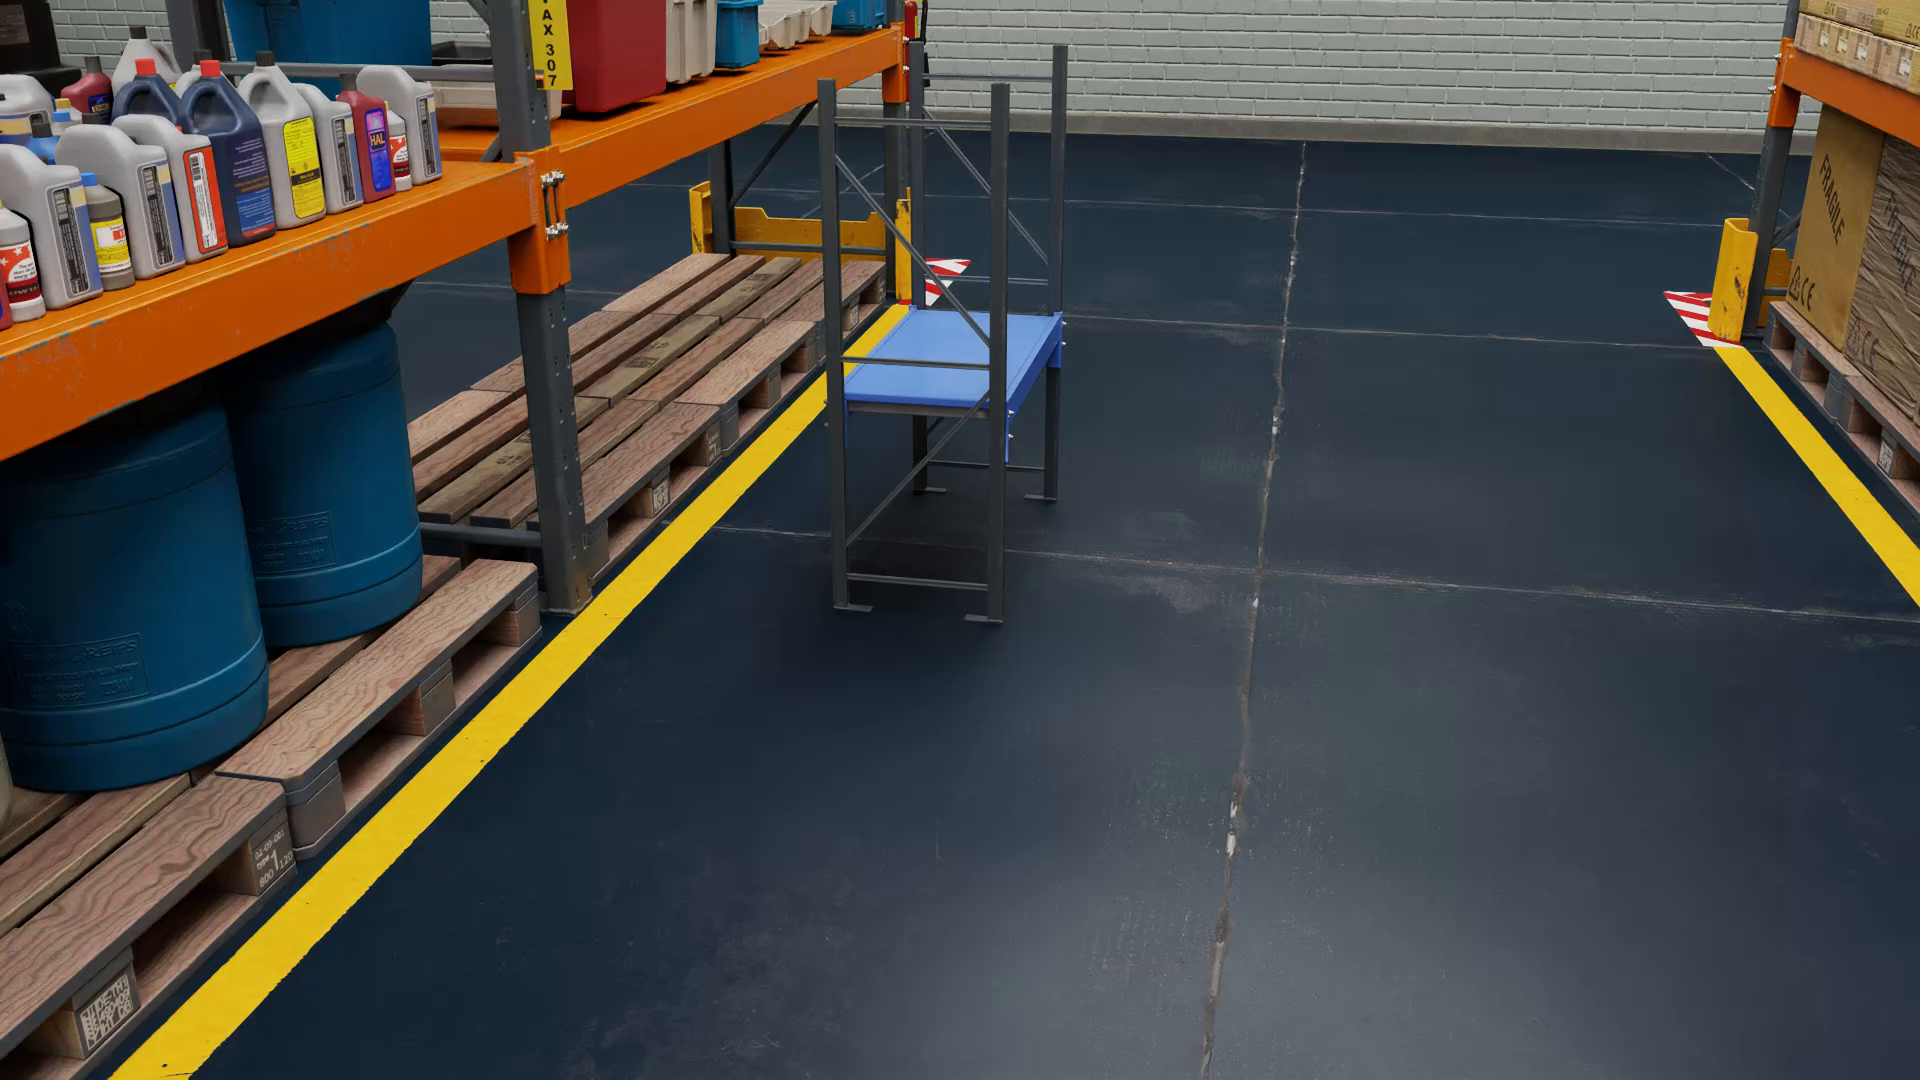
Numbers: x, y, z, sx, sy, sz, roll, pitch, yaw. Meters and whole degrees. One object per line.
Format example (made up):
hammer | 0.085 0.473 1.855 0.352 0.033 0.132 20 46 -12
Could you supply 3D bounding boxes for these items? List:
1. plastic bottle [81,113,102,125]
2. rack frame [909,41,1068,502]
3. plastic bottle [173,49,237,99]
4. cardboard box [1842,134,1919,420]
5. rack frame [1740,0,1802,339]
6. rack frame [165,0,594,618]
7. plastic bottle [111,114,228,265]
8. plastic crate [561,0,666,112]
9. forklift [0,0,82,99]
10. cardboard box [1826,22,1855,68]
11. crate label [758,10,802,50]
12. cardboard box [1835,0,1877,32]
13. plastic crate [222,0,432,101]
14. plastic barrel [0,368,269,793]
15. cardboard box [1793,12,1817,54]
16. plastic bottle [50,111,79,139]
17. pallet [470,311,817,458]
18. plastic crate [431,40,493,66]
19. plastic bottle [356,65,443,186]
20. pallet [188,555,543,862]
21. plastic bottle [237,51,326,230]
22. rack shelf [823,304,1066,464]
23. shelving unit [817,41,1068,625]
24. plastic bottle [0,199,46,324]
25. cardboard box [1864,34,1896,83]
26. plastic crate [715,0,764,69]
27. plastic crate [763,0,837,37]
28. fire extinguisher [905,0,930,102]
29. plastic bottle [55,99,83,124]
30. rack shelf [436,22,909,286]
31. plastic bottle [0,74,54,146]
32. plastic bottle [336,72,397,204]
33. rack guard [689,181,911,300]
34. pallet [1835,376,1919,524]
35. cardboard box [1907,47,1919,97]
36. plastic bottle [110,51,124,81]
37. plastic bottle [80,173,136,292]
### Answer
plastic bottle | -1.650 -0.683 3.206 0.097 0.271 0.097 0 22 0
rack frame | 0.086 -0.850 5.458 0.500 1.500 0.032 4 22 11
plastic bottle | -1.591 -0.854 3.524 0.144 0.351 0.185 4 22 11
cardboard box | 3.844 -0.948 5.975 0.875 0.875 0.875 4 22 11
rack frame | 4.082 -2.312 7.079 1.000 3.000 0.127 4 22 11
rack frame | -1.583 -1.227 4.384 1.000 3.000 0.127 4 22 11
plastic bottle | -1.525 -0.682 3.198 0.152 0.276 0.135 4 22 11
plastic crate | -1.155 -1.591 5.124 0.402 0.464 0.583 4 22 11
forklift | -3.548 -1.403 4.913 1.130 2.935 3.031 7 23 17
cardboard box | 3.584 -1.903 6.400 0.380 0.149 0.250 4 22 10
crate label | -0.862 -2.074 6.761 0.396 0.136 0.243 4 22 11
cardboard box | 3.620 -2.035 6.193 0.500 0.250 0.500 4 22 10
plastic crate | -1.822 -1.444 4.864 0.392 0.384 0.575 4 22 11
plastic barrel | -1.855 0.009 3.564 0.600 0.901 0.708 4 22 11
cardboard box | 3.686 -2.091 6.866 0.380 0.149 0.250 5 22 12
plastic bottle | -1.999 -0.858 3.734 0.097 0.201 0.097 0 22 0
pallet | -1.224 -0.652 6.691 1.003 0.211 1.213 4 22 11
plastic crate | -1.618 -1.557 5.491 0.437 0.125 0.590 4 22 11
plastic bottle | -1.347 -1.000 3.988 0.152 0.276 0.135 4 22 11
pallet | -1.781 0.346 4.212 1.003 0.211 1.213 4 22 11
plastic bottle | -1.450 -0.843 3.496 0.144 0.351 0.185 4 22 11
rack shelf | -0.017 -0.498 5.063 0.538 0.185 1.000 4 22 11
shelving unit | -0.017 -0.665 4.996 0.538 1.500 1.048 4 22 11
plastic bottle | -1.596 -0.469 2.769 0.097 0.201 0.097 0 22 0
cardboard box | 3.479 -1.715 5.932 0.380 0.149 0.250 4 22 10
plastic crate | -0.935 -1.869 6.123 0.416 0.233 0.300 4 22 11
plastic crate | -0.756 -2.283 7.279 0.396 0.136 0.243 4 22 11
fire extinguisher | -0.291 -2.501 8.151 0.296 0.674 0.183 4 22 11
plastic bottle | -2.108 -0.940 3.939 0.097 0.201 0.097 0 22 0
rack shelf | -1.175 -1.624 6.334 1.077 0.370 4.000 4 22 11
plastic bottle | -2.125 -0.895 3.727 0.152 0.276 0.135 4 22 11
plastic bottle | -1.350 -0.916 3.768 0.061 0.283 0.133 4 22 11
rack guard | -0.775 -1.540 8.507 1.175 0.500 0.348 4 22 11
pallet | 3.744 -0.275 5.754 1.003 0.211 1.213 4 22 11
cardboard box | 3.374 -1.528 5.469 0.380 0.149 0.250 4 22 10
plastic bottle | -2.076 -1.071 4.153 0.061 0.283 0.133 4 22 11
plastic bottle | -1.549 -0.554 2.980 0.097 0.201 0.097 0 22 0
